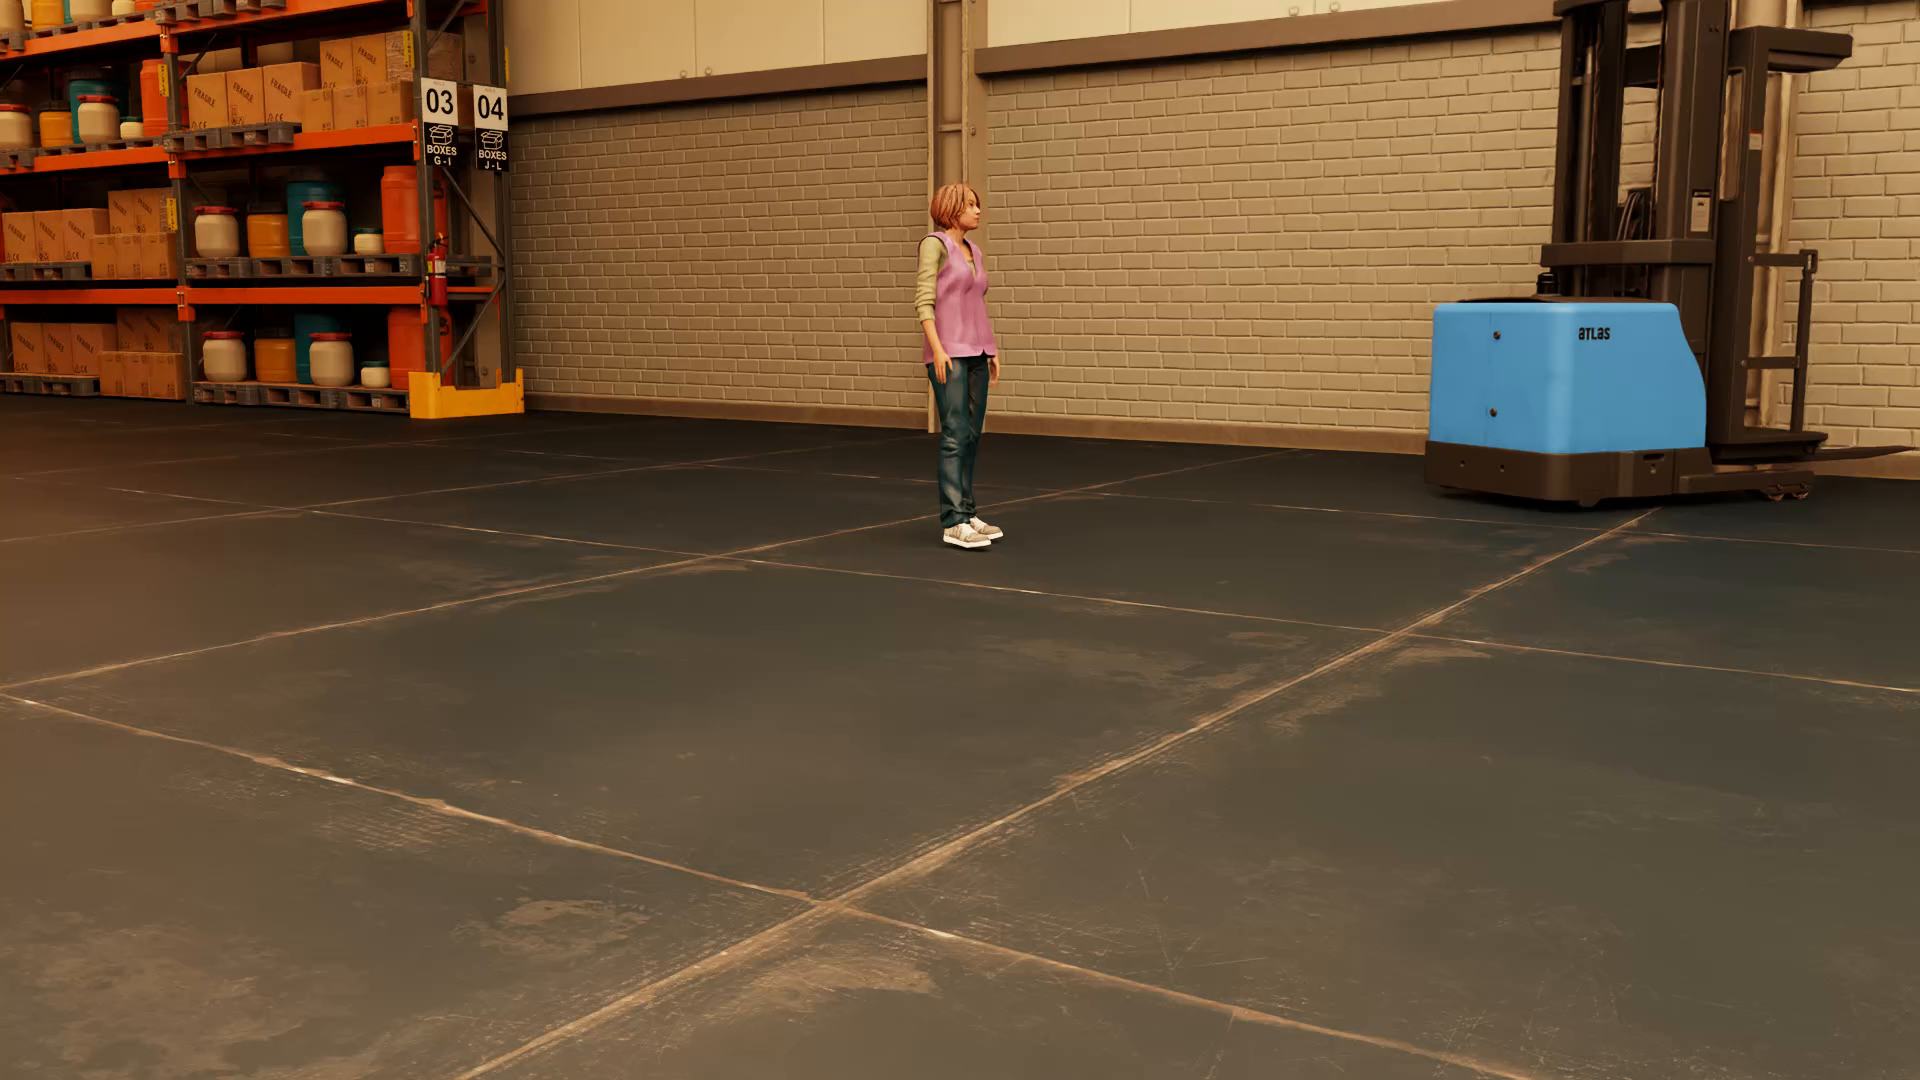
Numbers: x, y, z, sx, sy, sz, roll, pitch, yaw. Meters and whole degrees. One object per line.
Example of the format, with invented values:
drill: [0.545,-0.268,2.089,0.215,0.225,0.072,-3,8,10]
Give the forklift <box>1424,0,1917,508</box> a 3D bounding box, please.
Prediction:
forklift: [4.168,-1.730,9.360,3.031,2.935,1.130,-4,9,-25]

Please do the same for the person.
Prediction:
person: [0.054,-0.791,7.437,0.473,1.599,0.520,5,10,34]
